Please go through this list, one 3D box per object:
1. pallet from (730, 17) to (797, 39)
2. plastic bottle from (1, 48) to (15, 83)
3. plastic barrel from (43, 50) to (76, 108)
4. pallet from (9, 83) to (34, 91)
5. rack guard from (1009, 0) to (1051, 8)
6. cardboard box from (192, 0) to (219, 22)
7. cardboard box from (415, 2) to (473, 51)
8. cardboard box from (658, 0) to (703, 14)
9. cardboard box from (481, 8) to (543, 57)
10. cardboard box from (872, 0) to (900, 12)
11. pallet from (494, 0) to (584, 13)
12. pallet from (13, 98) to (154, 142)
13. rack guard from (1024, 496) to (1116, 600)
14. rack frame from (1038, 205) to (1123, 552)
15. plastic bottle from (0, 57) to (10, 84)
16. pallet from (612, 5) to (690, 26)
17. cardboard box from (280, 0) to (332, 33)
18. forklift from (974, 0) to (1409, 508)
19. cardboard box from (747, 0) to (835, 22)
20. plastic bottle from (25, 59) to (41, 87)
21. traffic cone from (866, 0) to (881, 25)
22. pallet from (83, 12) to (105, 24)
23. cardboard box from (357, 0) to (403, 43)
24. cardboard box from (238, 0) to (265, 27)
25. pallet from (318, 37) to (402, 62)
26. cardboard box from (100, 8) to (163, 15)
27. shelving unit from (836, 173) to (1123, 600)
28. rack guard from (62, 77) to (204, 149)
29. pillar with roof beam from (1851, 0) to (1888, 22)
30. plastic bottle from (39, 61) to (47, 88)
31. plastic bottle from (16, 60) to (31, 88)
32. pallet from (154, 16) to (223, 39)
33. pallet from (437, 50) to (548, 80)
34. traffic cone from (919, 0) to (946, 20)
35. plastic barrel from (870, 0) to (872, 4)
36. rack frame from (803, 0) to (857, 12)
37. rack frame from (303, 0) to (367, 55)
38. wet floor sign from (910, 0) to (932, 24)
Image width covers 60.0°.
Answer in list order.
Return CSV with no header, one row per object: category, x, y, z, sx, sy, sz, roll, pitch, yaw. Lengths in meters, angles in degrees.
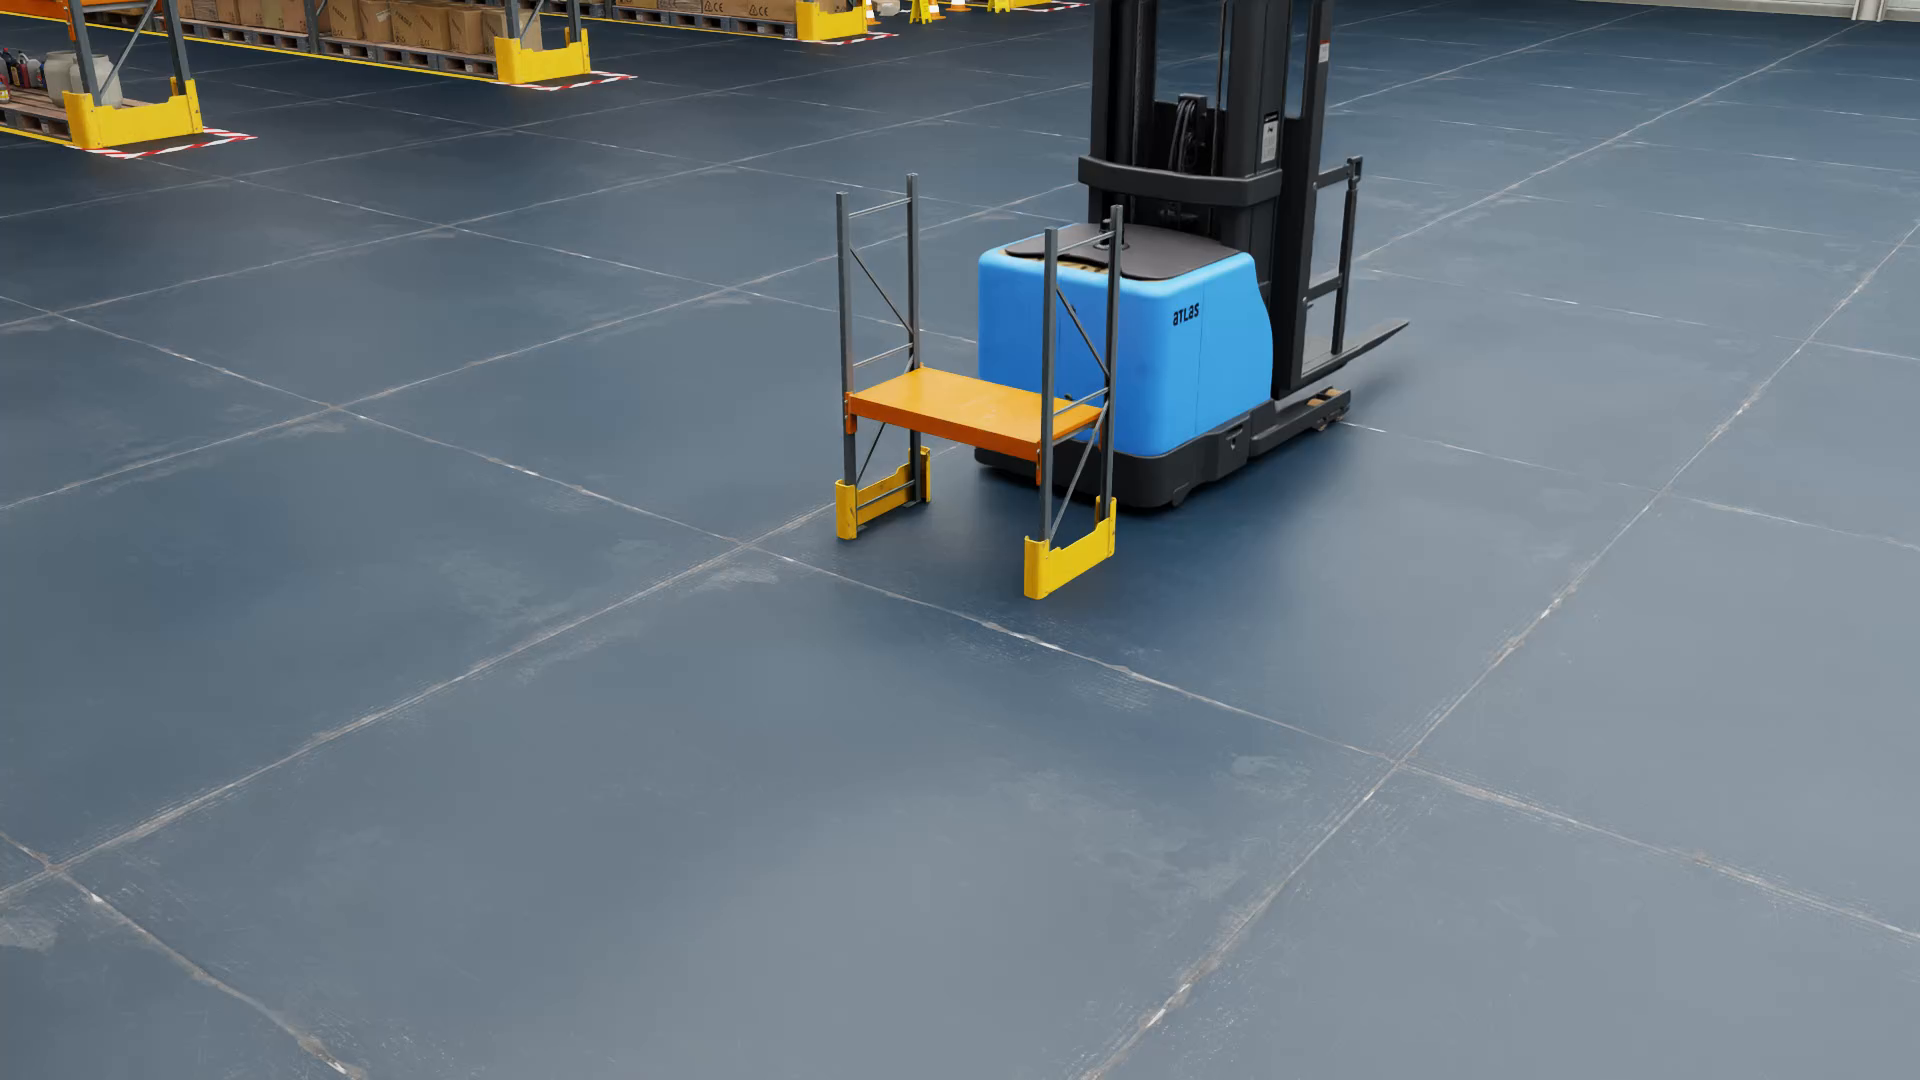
pallet,-2.482,-7.308,23.575,1.213,0.211,1.003,17,29,33
plastic bottle,-10.180,-5.089,17.821,0.185,0.351,0.144,15,28,31
plastic barrel,-8.795,-4.552,16.425,0.421,0.512,0.421,0,24,0
pallet,-10.510,-4.758,17.786,1.213,0.211,1.003,17,29,33
rack guard,1.032,-8.912,26.857,0.348,0.500,1.175,17,29,33
cardboard box,-10.253,-7.547,23.212,0.500,0.500,0.700,14,27,29
cardboard box,-6.329,-6.336,20.489,0.500,0.500,0.500,20,31,38
cardboard box,-3.811,-8.212,24.282,0.875,0.875,0.875,17,29,34
cardboard box,-5.341,-6.045,19.829,0.500,0.500,0.500,-20,31,-38
cardboard box,-1.167,-8.398,26.126,0.380,0.149,0.250,-10,26,-21
pallet,-6.639,-8.564,26.426,1.213,0.211,1.003,17,29,33
pallet,-8.557,-4.168,16.447,1.213,0.211,1.003,17,29,33
rack guard,0.459,0.024,6.884,0.087,0.250,0.587,17,29,33
rack frame,0.475,-0.543,6.622,0.032,1.500,0.500,17,29,33
plastic bottle,-10.249,-5.001,17.713,0.135,0.276,0.152,17,29,33
pallet,-4.435,-7.898,24.914,1.213,0.211,1.003,17,29,33
cardboard box,-8.530,-7.020,22.018,0.500,0.500,0.700,14,28,29
forklift,1.380,-2.009,8.174,1.130,2.935,3.031,18,29,35
cardboard box,-2.378,-7.779,23.298,0.875,0.875,0.875,17,29,34
plastic bottle,-9.794,-4.937,17.566,0.135,0.276,0.152,17,29,34
traffic cone,-1.369,-7.842,24.474,0.334,0.463,0.336,17,29,33
pallet,-12.810,-8.009,25.165,1.213,0.211,1.003,17,29,33
cardboard box,-7.293,-6.610,21.111,0.500,0.500,0.500,-16,28,-31
cardboard box,-9.348,-7.277,22.600,0.500,0.500,0.700,14,27,29
pallet,-7.493,-6.380,21.469,1.213,0.211,1.003,17,29,33
cardboard box,-11.792,-8.168,24.183,0.875,0.875,1.225,15,28,31
shelving unit,0.061,-0.668,6.906,1.083,1.500,0.587,17,29,33
rack guard,-7.910,-4.102,15.939,0.348,0.500,1.175,17,29,33
pillar with roof beam,11.070,-10.554,20.042,0.400,9.000,9.100,17,29,33
plastic bottle,-9.602,-4.890,17.466,0.097,0.271,0.097,0,24,0
plastic bottle,-9.858,-4.905,17.486,0.133,0.283,0.061,17,29,33
pallet,-10.628,-7.309,23.577,1.213,0.211,1.003,17,29,33
pallet,-5.541,-5.790,20.130,1.213,0.211,1.003,17,29,33
traffic cone,-0.419,-8.124,25.115,0.334,0.463,0.336,17,29,33
plastic barrel,-1.468,-8.870,26.856,0.512,0.421,0.421,-5,24,-12
rack frame,-1.795,-8.416,22.631,0.127,3.000,1.000,17,29,33
rack frame,-8.052,-7.807,21.250,0.127,3.000,1.000,17,29,33
wet floor sign,-0.585,-7.970,24.540,0.232,0.644,0.267,12,26,24
